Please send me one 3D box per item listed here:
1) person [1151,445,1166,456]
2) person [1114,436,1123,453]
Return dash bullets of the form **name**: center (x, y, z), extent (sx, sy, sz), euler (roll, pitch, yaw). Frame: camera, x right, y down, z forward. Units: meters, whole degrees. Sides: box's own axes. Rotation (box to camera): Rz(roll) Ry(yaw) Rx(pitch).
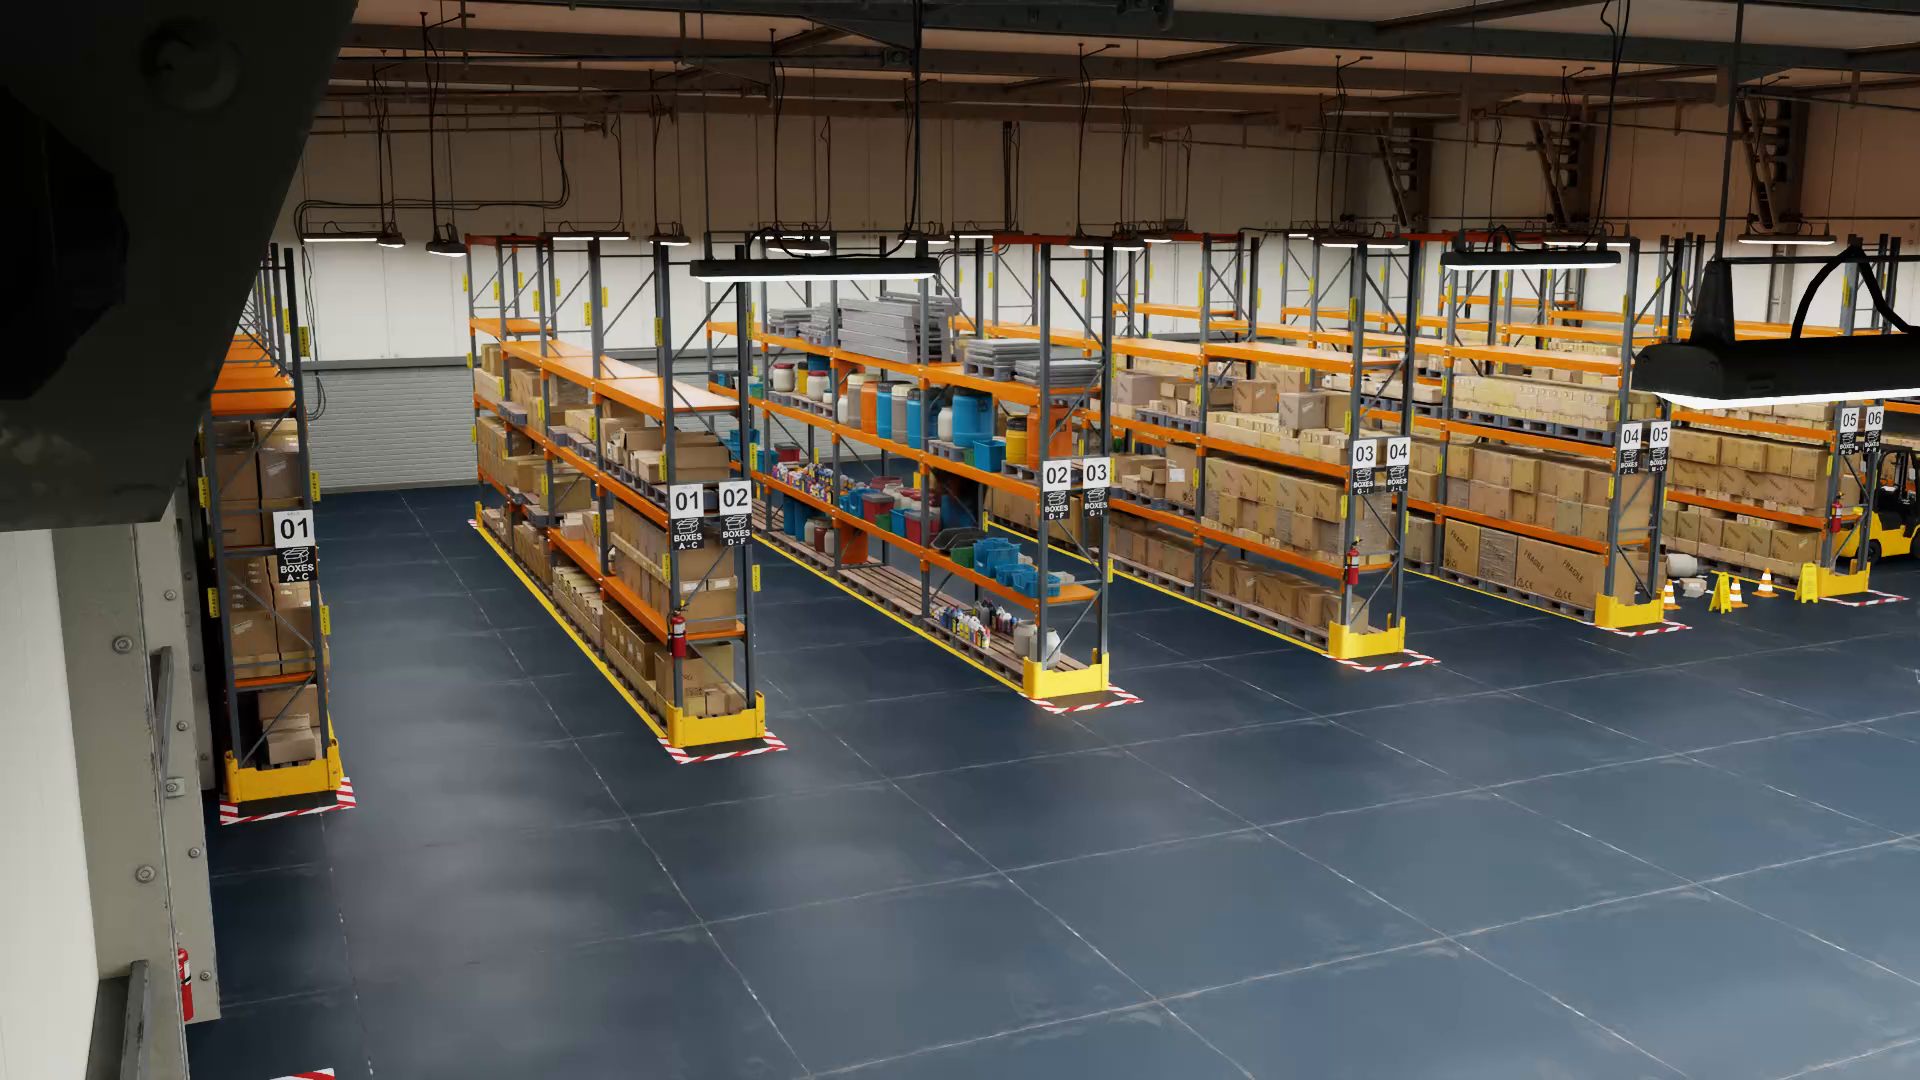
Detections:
- **person**: center (5.116, -2.605, 42.363), extent (0.650, 1.655, 0.608), euler (-6, 12, -27)
- **person**: center (3.937, -2.607, 41.981), extent (0.829, 1.736, 0.771), euler (3, 11, 16)
